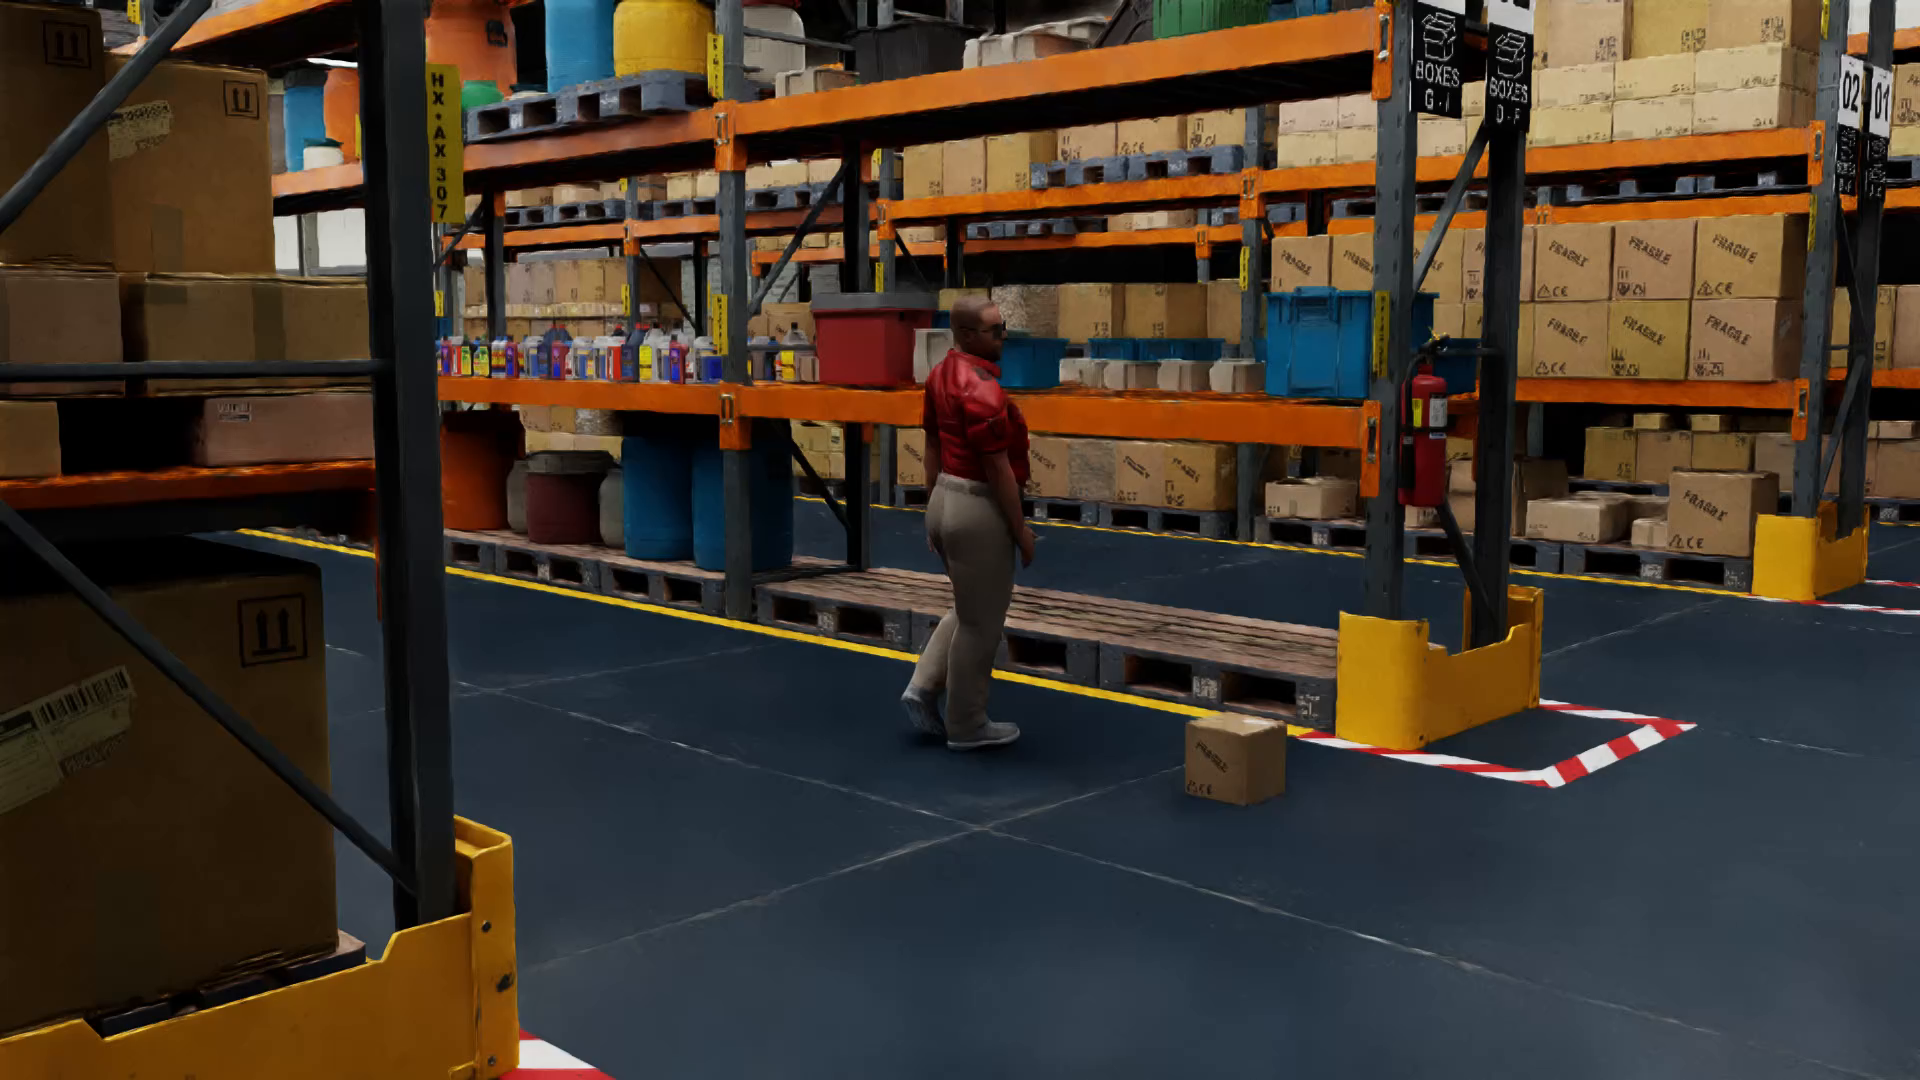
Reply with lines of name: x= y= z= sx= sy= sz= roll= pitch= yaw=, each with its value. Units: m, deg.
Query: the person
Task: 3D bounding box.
person: x=0.047 y=-0.047 z=6.273 sx=0.433 sy=1.738 sz=0.648 roll=-3 pitch=8 yaw=-23
